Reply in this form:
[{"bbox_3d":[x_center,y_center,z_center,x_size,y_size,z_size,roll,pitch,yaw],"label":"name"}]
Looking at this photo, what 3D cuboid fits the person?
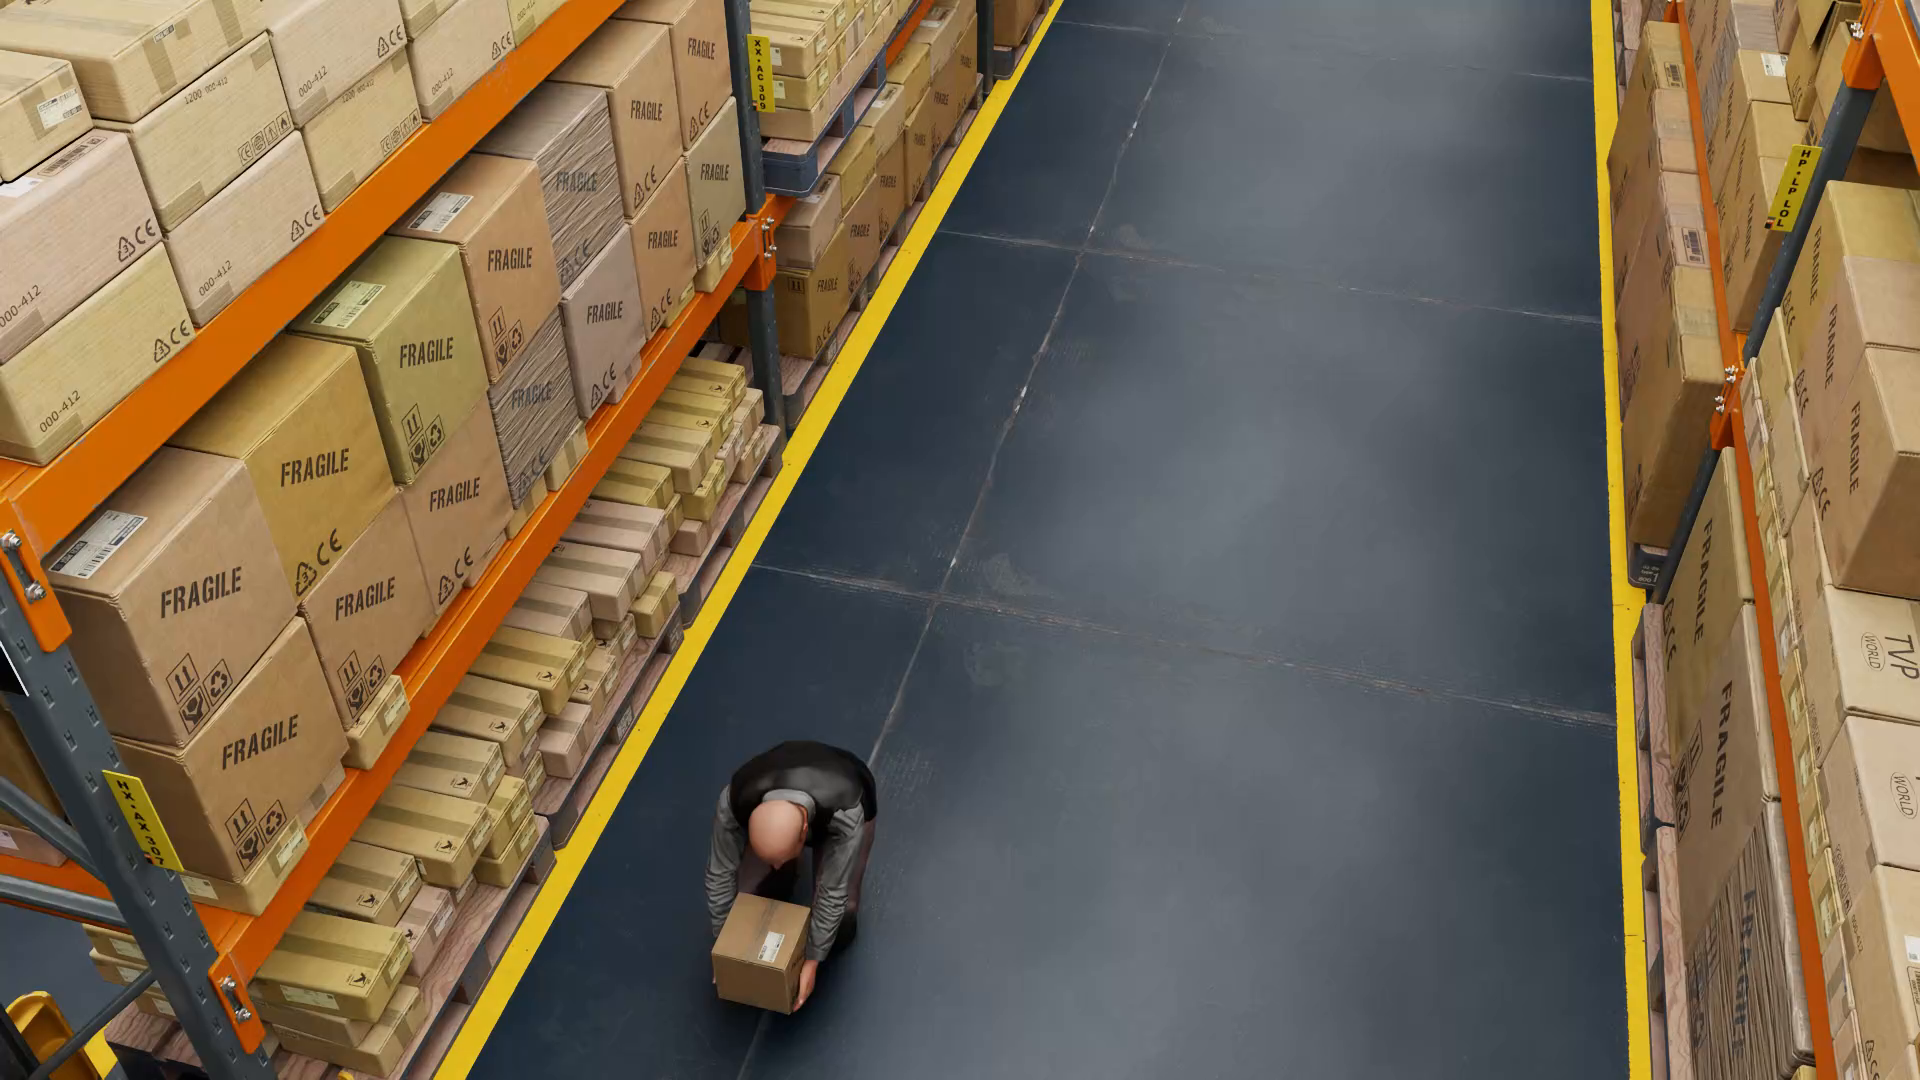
[{"bbox_3d":[-0.552,1.022,5.578,0.528,0.968,0.859,10,42,11],"label":"person"}]
